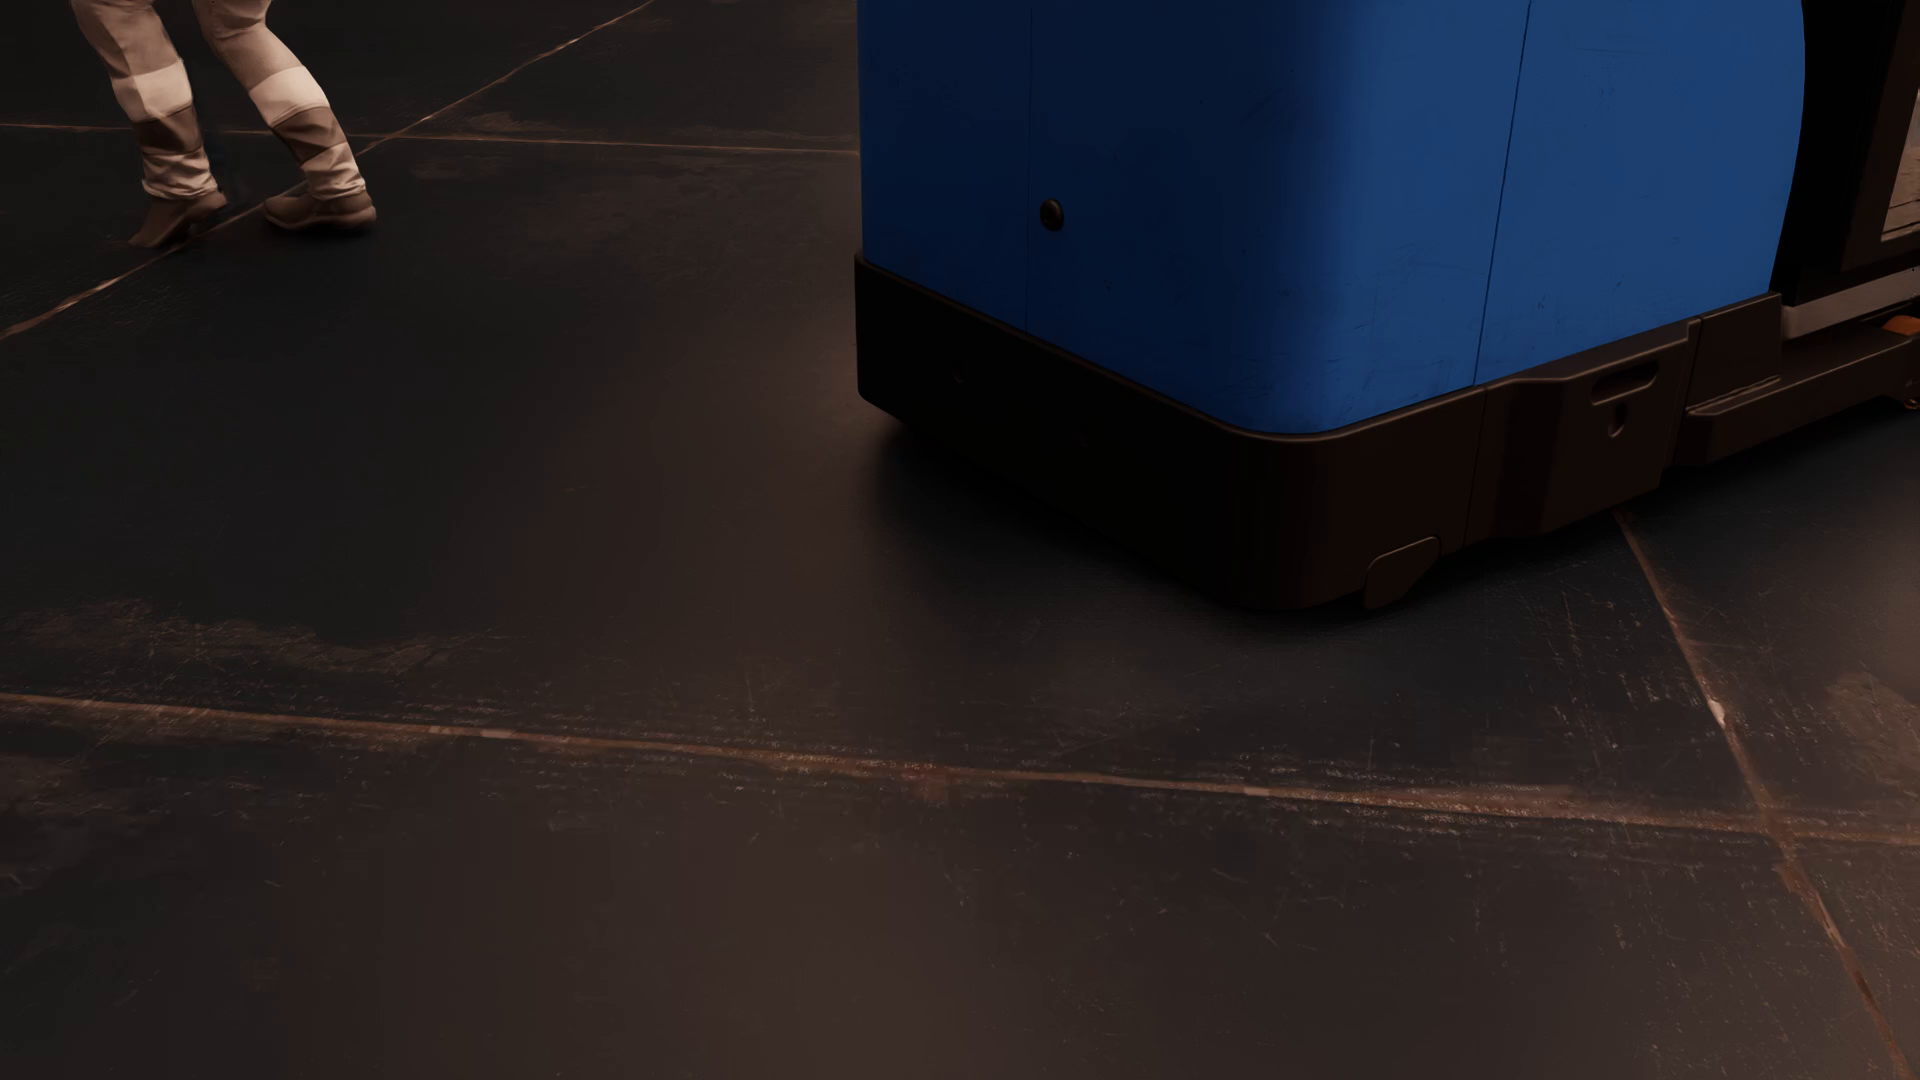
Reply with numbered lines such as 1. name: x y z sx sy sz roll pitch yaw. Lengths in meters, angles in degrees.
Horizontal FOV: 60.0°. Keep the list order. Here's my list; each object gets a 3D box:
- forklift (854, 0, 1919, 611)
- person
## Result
1. forklift: 1.323 -1.717 2.659 3.031 2.935 1.130 -18 31 -31
2. person: -1.608 -1.473 3.593 0.813 1.777 0.627 3 27 7
